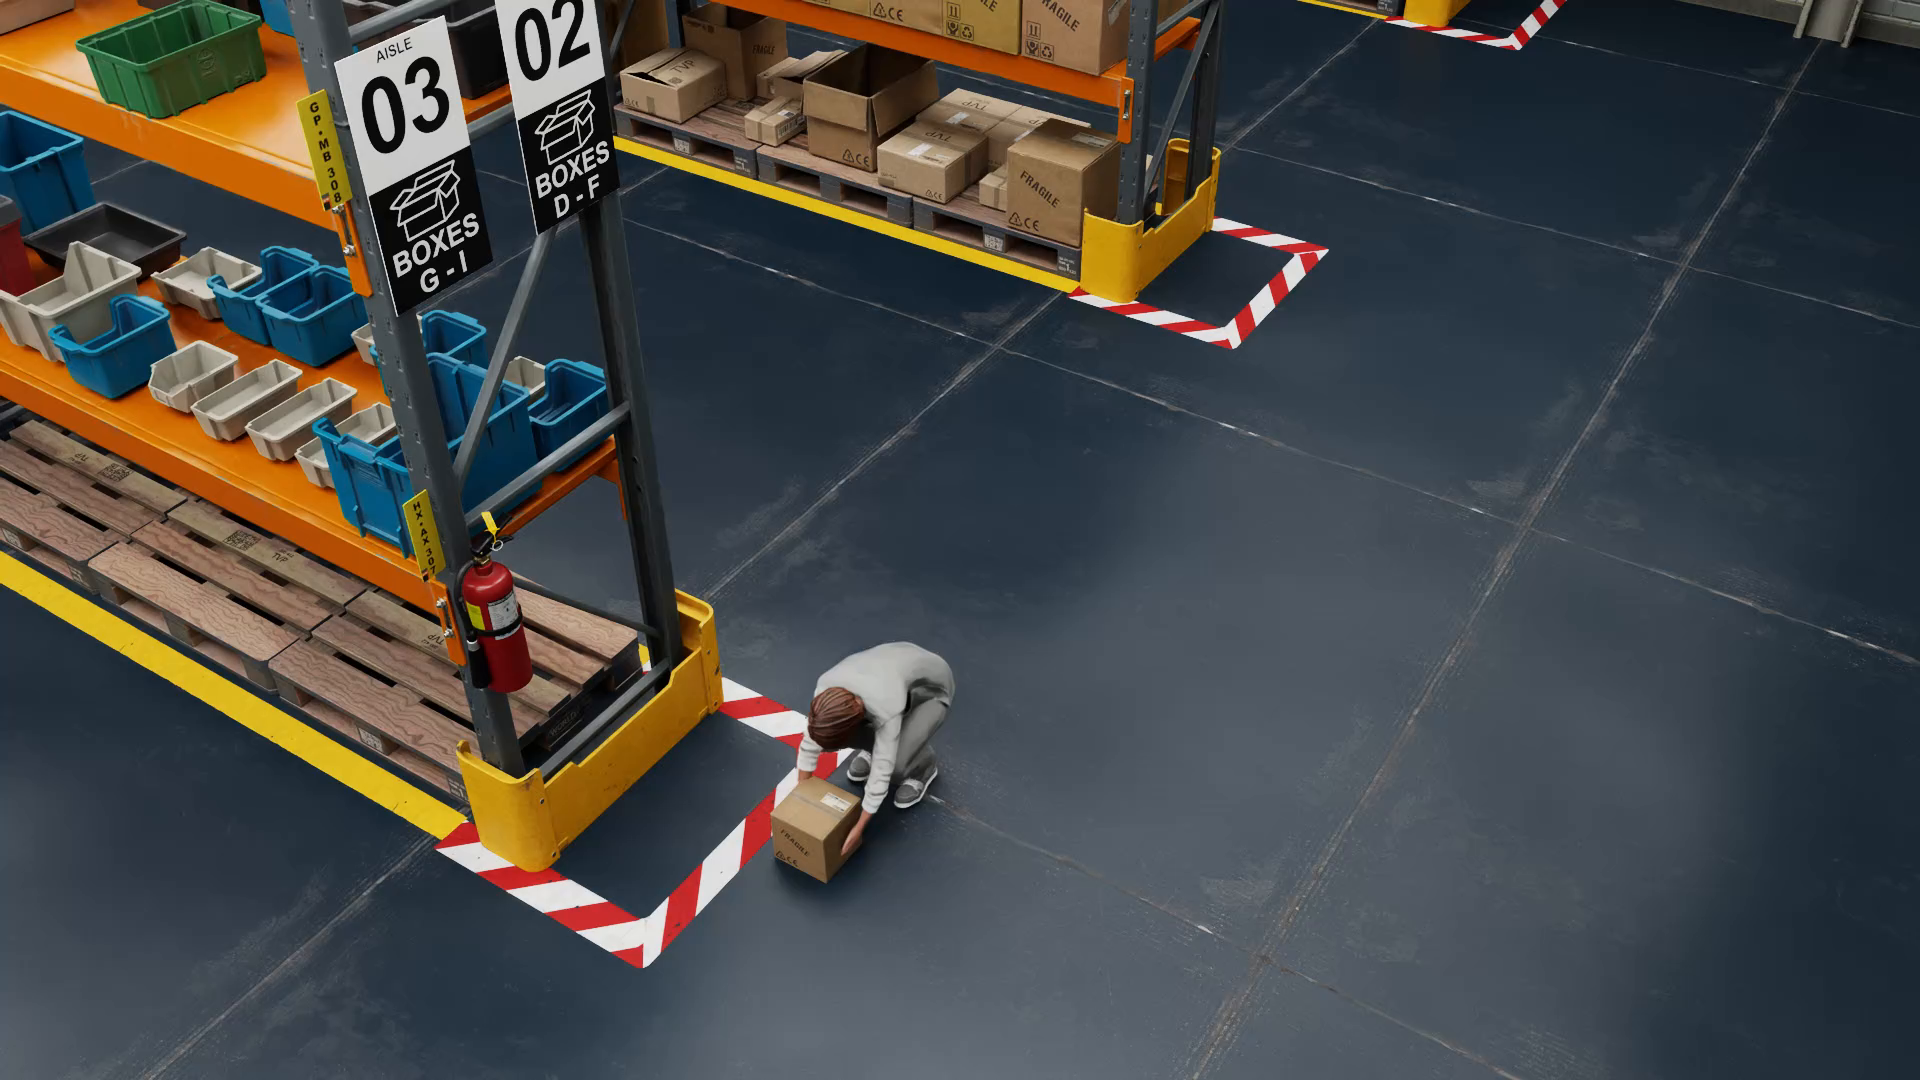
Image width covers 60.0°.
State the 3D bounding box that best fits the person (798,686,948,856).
[{"bbox_3d":[-0.341,0.730,6.430,0.432,0.788,0.782,25,45,28],"label":"person"}]
